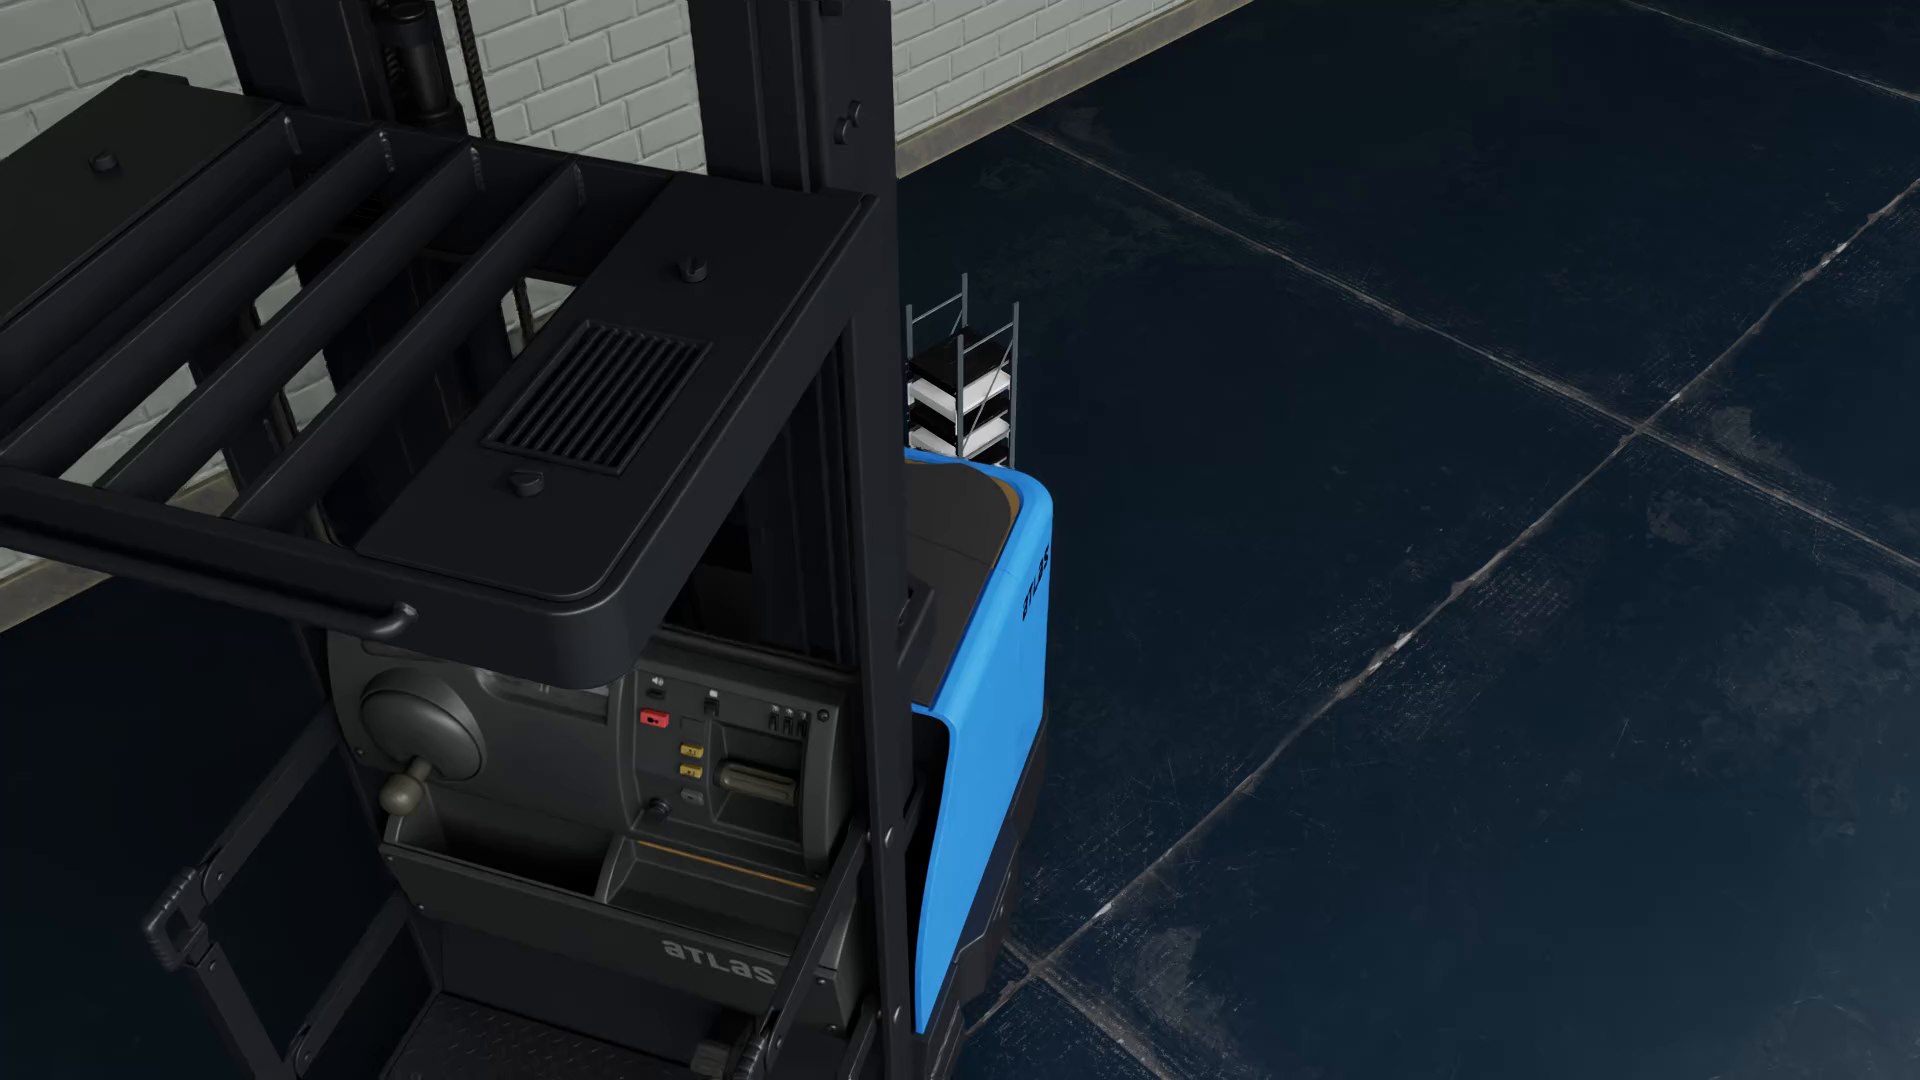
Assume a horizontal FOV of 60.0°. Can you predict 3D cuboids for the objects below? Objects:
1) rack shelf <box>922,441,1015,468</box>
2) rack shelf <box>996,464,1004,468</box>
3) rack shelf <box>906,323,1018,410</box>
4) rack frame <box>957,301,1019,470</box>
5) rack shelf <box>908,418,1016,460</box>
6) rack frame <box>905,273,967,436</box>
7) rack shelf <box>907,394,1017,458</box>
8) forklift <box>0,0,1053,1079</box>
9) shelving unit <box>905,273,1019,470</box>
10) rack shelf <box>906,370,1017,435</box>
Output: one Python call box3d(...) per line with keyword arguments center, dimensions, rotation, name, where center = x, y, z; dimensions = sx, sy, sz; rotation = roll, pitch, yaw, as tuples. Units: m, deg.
box3d(center=(0.006, -0.236, 5.024), dimensions=(0.258, 0.077, 0.200), rotation=(-34, 53, -31), name="rack shelf")
box3d(center=(0.006, -0.170, 5.085), dimensions=(0.258, 0.077, 0.200), rotation=(-34, 53, -31), name="rack shelf")
box3d(center=(0.006, -0.500, 4.780), dimensions=(0.258, 0.077, 0.200), rotation=(-34, 53, -31), name="rack shelf")
box3d(center=(0.078, -0.278, 4.888), dimensions=(0.240, 0.900, 0.006), rotation=(-34, 53, -31), name="rack frame")
box3d(center=(0.006, -0.302, 4.963), dimensions=(0.258, 0.077, 0.200), rotation=(-34, 53, -31), name="rack shelf")
box3d(center=(-0.066, -0.375, 4.993), dimensions=(0.240, 0.900, 0.006), rotation=(-34, 53, -31), name="rack frame")
box3d(center=(0.006, -0.368, 4.902), dimensions=(0.258, 0.077, 0.200), rotation=(-34, 53, -31), name="rack shelf")
box3d(center=(-0.706, 0.417, 2.639), dimensions=(1.130, 2.935, 3.031), rotation=(12, 44, 13), name="forklift")
box3d(center=(0.006, -0.327, 4.940), dimensions=(0.258, 0.900, 0.210), rotation=(-34, 53, -31), name="shelving unit")
box3d(center=(0.006, -0.434, 4.841), dimensions=(0.258, 0.077, 0.200), rotation=(-34, 53, -31), name="rack shelf")
